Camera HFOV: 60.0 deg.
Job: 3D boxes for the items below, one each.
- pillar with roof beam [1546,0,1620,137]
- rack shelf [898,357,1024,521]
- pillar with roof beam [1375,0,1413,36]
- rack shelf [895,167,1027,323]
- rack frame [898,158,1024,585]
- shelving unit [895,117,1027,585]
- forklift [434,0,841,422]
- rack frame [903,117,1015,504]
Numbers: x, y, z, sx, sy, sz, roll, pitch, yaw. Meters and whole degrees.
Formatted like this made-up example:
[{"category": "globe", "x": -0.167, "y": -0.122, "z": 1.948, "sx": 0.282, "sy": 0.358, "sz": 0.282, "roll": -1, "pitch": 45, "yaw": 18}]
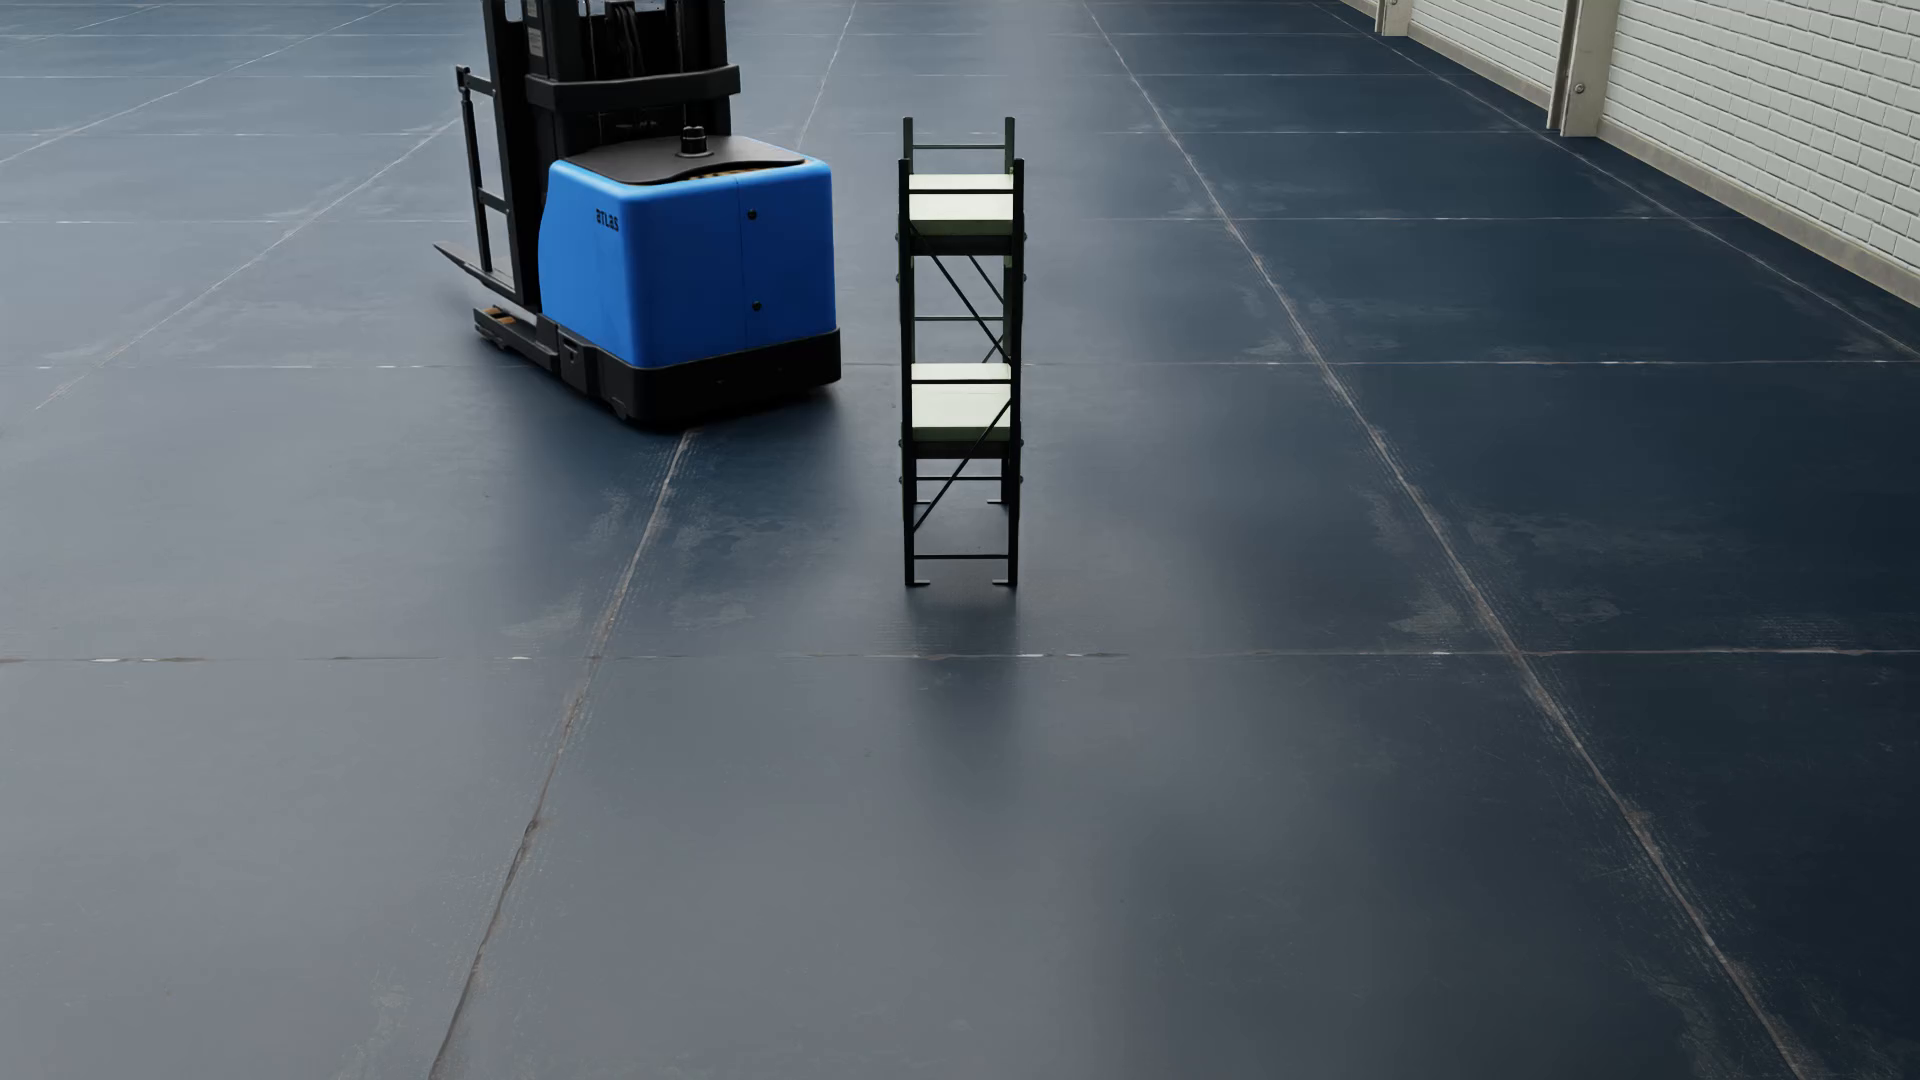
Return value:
[{"category": "pillar with roof beam", "x": 0.733, "y": -7.436, "z": 11.771, "sx": 9.100, "sy": 9.000, "sz": 0.400, "roll": 0, "pitch": 24, "yaw": -1}, {"category": "rack shelf", "x": 0.000, "y": -0.384, "z": 6.069, "sx": 0.431, "sy": 0.370, "sz": 0.720, "roll": 0, "pitch": 24, "yaw": -1}, {"category": "pillar with roof beam", "x": 0.667, "y": -9.908, "z": 17.238, "sx": 9.100, "sy": 9.000, "sz": 0.400, "roll": 0, "pitch": 24, "yaw": -1}, {"category": "rack shelf", "x": 0.000, "y": -1.036, "z": 5.774, "sx": 0.431, "sy": 0.370, "sz": 0.720, "roll": 0, "pitch": 24, "yaw": -1}, {"category": "rack frame", "x": 0.004, "y": -0.530, "z": 5.601, "sx": 0.400, "sy": 1.500, "sz": 0.023, "roll": 0, "pitch": 24, "yaw": -1}, {"category": "shelving unit", "x": 0.000, "y": -0.681, "z": 5.935, "sx": 0.431, "sy": 1.500, "sz": 0.755, "roll": 0, "pitch": 24, "yaw": -1}, {"category": "forklift", "x": -1.826, "y": -2.396, "z": 7.991, "sx": 1.130, "sy": 2.935, "sz": 3.031, "roll": -17, "pitch": 29, "yaw": -32}, {"category": "rack frame", "x": -0.004, "y": -0.831, "z": 6.268, "sx": 0.400, "sy": 1.500, "sz": 0.023, "roll": 0, "pitch": 24, "yaw": -1}]
